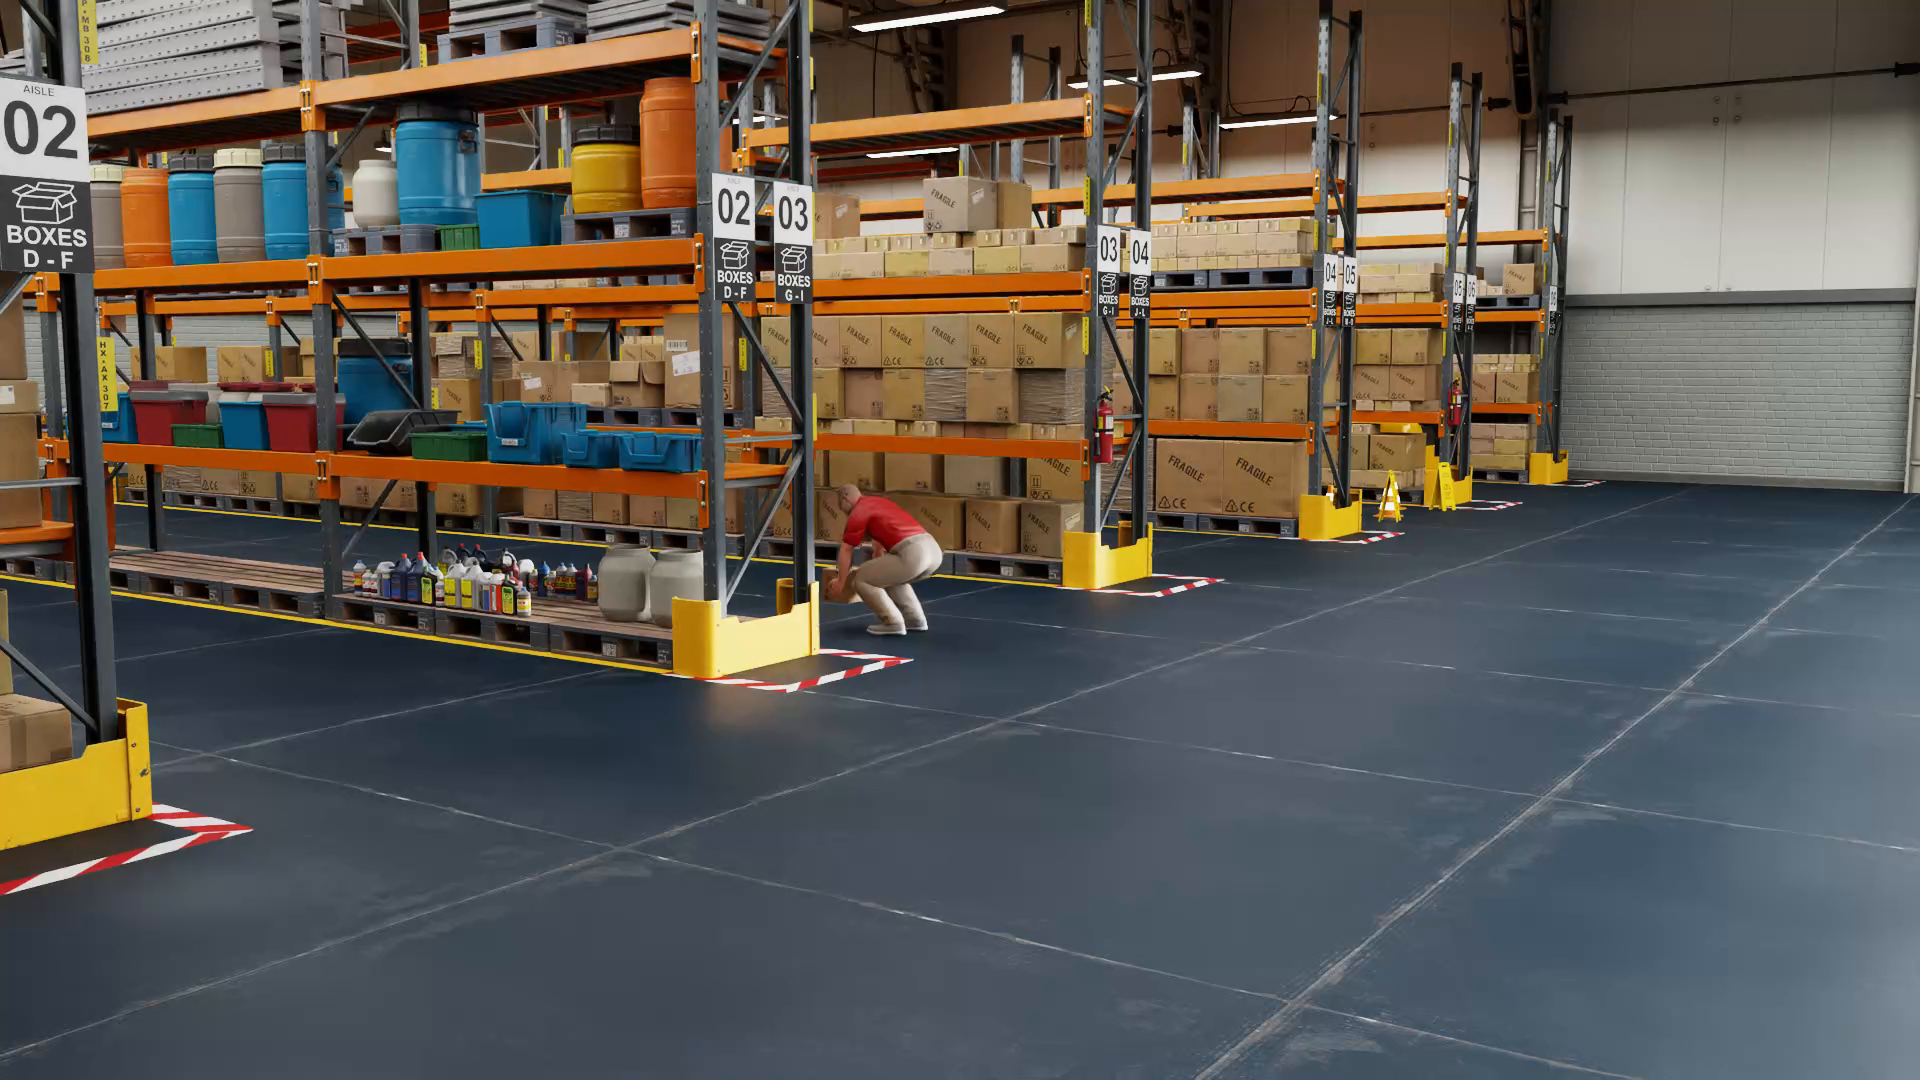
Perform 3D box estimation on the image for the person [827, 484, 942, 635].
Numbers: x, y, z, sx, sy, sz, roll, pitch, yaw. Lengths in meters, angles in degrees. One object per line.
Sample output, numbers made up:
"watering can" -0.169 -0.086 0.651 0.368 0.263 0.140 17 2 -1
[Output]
"person" -0.565 0.142 12.435 0.834 1.106 0.574 4 7 33
